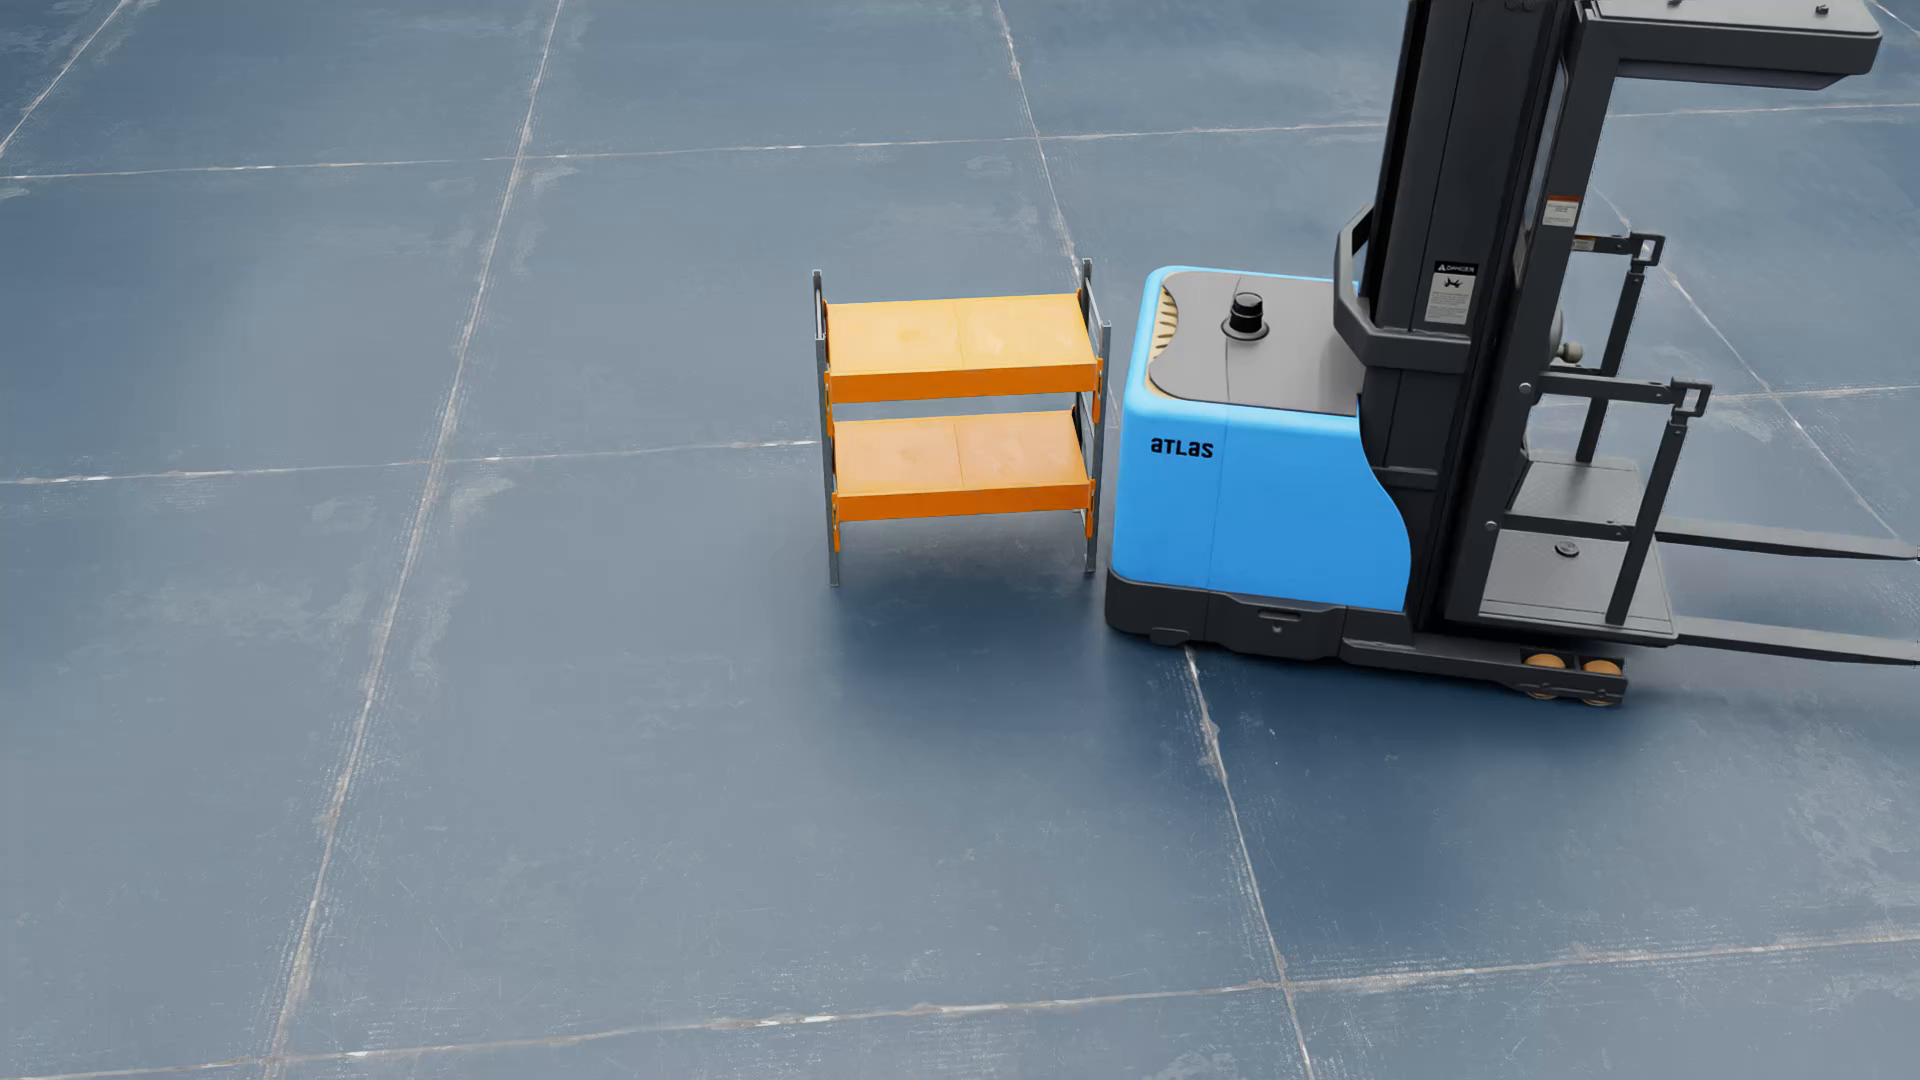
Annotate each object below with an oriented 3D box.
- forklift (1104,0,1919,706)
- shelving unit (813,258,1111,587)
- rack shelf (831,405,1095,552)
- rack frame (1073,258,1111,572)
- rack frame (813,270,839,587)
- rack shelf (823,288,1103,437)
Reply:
[{"bbox_3d":[2.112,-0.912,5.539,3.031,2.935,1.130,6,39,8],"label":"forklift"},{"bbox_3d":[-0.007,-0.441,6.401,1.048,1.125,0.538,-3,38,-4],"label":"shelving unit"},{"bbox_3d":[-0.007,-0.249,6.553,1.000,0.278,0.538,-3,38,-4],"label":"rack shelf"},{"bbox_3d":[0.500,-0.469,6.436,0.032,1.125,0.500,-3,38,-4],"label":"rack frame"},{"bbox_3d":[-0.513,-0.413,6.366,0.032,1.125,0.500,-3,38,-4],"label":"rack frame"},{"bbox_3d":[-0.007,-0.671,6.220,1.000,0.278,0.538,-3,38,-4],"label":"rack shelf"}]
